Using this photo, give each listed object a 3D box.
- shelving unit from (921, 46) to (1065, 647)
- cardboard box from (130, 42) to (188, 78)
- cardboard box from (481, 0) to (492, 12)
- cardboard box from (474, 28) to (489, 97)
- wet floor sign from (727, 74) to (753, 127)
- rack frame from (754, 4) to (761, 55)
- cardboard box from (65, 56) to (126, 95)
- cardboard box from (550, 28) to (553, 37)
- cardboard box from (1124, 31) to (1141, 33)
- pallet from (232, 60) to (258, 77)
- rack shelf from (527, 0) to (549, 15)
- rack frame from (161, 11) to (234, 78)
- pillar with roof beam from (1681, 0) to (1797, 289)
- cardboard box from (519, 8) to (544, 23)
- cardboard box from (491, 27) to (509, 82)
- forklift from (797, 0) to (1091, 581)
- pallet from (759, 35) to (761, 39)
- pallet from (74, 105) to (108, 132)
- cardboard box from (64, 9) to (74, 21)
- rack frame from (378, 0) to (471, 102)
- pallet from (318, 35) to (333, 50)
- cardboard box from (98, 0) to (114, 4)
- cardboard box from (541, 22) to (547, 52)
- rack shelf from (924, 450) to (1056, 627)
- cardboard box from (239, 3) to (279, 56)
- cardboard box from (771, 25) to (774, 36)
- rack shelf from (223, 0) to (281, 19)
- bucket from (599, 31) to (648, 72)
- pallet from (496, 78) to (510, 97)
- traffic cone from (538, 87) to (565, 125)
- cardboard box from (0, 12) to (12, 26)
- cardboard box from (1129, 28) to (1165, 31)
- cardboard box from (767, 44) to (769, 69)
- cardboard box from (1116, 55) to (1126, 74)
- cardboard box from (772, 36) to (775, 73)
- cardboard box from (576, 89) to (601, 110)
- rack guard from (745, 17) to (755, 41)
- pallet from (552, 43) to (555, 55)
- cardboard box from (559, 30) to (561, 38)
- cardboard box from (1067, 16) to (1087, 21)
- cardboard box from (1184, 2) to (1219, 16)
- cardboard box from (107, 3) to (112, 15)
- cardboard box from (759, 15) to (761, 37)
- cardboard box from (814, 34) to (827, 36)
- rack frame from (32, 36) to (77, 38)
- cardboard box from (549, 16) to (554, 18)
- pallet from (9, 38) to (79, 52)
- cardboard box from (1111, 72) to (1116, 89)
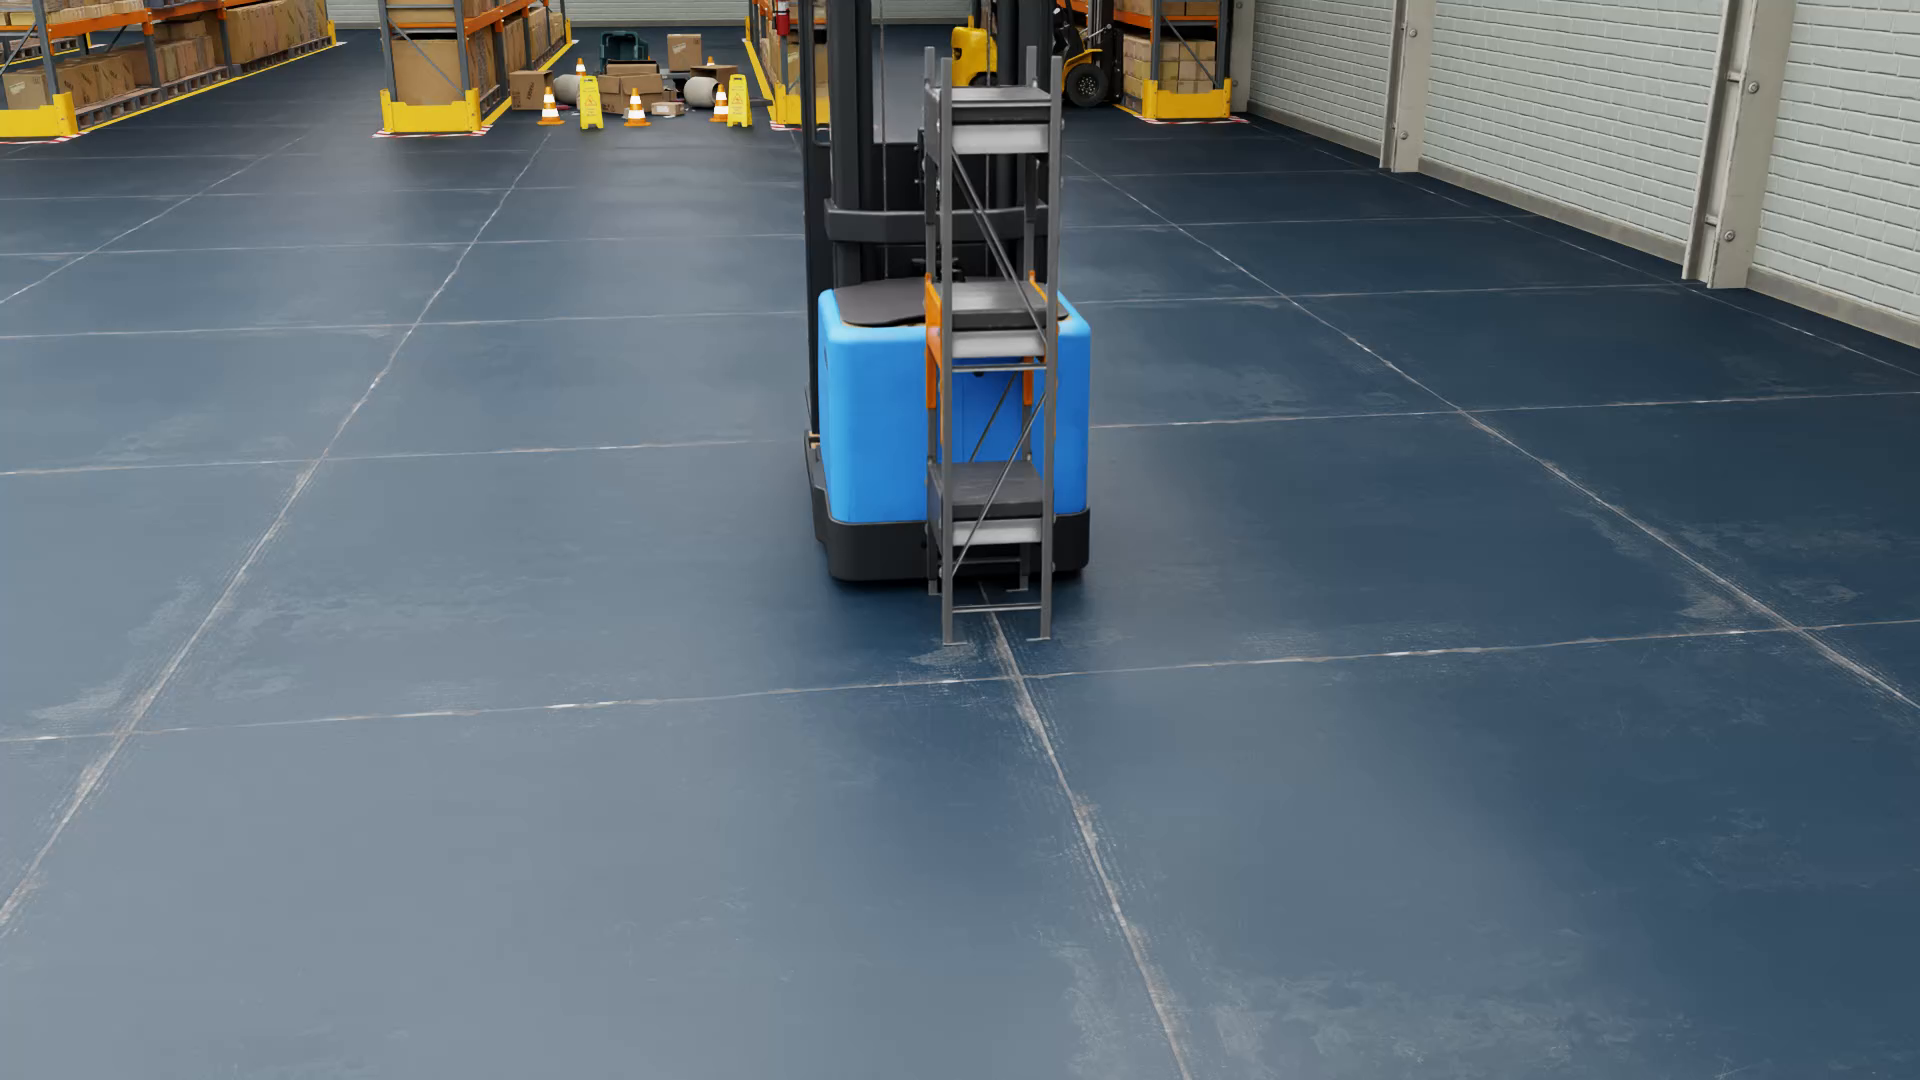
[{"bbox_3d":[0.106,-0.683,6.043,0.431,2.100,0.503,-3,21,-7],"label":"shelving unit"},{"bbox_3d":[-12.418,-7.424,25.750,0.700,0.500,0.500,-5,21,-12],"label":"cardboard box"},{"bbox_3d":[-7.130,-7.784,23.557,0.875,0.550,0.550,-3,21,-8],"label":"cardboard box"},{"bbox_3d":[-7.142,-6.699,23.301,0.875,0.875,0.875,-3,21,-7],"label":"cardboard box"},{"bbox_3d":[-2.868,-5.708,21.576,0.267,0.644,0.232,4,21,11],"label":"wet floor sign"},{"bbox_3d":[-3.566,-11.085,32.609,1.000,3.000,0.127,-3,21,-8],"label":"rack frame"},{"bbox_3d":[-12.112,-6.503,23.312,0.500,0.500,0.500,4,21,9],"label":"cardboard box"},{"bbox_3d":[-8.186,-9.943,32.599,0.380,0.149,0.250,-2,21,-5],"label":"cardboard box"},{"bbox_3d":[2.404,-7.411,24.673,0.500,0.250,0.500,-2,21,-6],"label":"cardboard box"},{"bbox_3d":[-12.835,-8.171,28.791,1.003,0.211,1.213,-3,21,-8],"label":"pallet"},{"bbox_3d":[-8.162,-9.771,30.118,1.077,0.370,4.000,-3,21,-8],"label":"rack shelf"},{"bbox_3d":[-12.796,-9.200,27.562,1.000,3.000,0.127,-3,21,-8],"label":"rack frame"},{"bbox_3d":[1.336,-5.907,10.170,9.100,9.000,0.400,-3,21,-8],"label":"pillar with roof beam"},{"bbox_3d":[-8.032,-9.754,30.945,0.500,0.250,0.500,-2,21,-5],"label":"cardboard box"},{"bbox_3d":[-7.476,-7.384,25.314,1.050,0.750,0.750,-3,21,-8],"label":"cardboard box"},{"bbox_3d":[-0.178,-1.687,7.544,1.130,2.935,3.031,-3,21,-7],"label":"forklift"},{"bbox_3d":[-3.778,-10.469,34.945,1.003,0.211,1.213,-3,21,-8],"label":"pallet"},{"bbox_3d":[-11.736,-5.434,21.463,1.003,0.211,1.213,-3,21,-8],"label":"pallet"},{"bbox_3d":[-11.543,-6.684,21.184,0.380,0.149,0.250,-3,21,-8],"label":"cardboard box"},{"bbox_3d":[-6.720,-6.646,20.722,1.000,3.000,0.127,-3,21,-8],"label":"rack frame"},{"bbox_3d":[-13.757,-10.391,34.736,1.003,0.211,1.213,-3,21,-8],"label":"pallet"},{"bbox_3d":[-12.007,-7.500,22.441,0.875,0.500,0.500,-3,21,-8],"label":"cardboard box"},{"bbox_3d":[-8.021,-9.405,31.083,0.500,0.500,0.500,-3,21,-9],"label":"cardboard box"},{"bbox_3d":[0.106,-0.014,6.293,0.431,0.518,0.480,-3,21,-7],"label":"rack shelf"},{"bbox_3d":[-13.131,-9.257,30.150,1.225,0.875,0.875,-4,21,-10],"label":"cardboard box"},{"bbox_3d":[-2.519,-7.344,23.923,0.380,0.149,0.250,-2,21,-5],"label":"cardboard box"},{"bbox_3d":[-13.085,-9.556,29.542,1.077,0.370,4.000,-3,21,-8],"label":"rack shelf"},{"bbox_3d":[-4.996,-7.278,24.922,0.726,0.611,0.620,4,11,11],"label":"bucket"},{"bbox_3d":[-7.483,-6.988,25.623,1.003,0.211,1.213,-3,21,-8],"label":"pallet"},{"bbox_3d":[-5.392,-5.713,21.850,0.336,0.463,0.334,-3,21,-8],"label":"traffic cone"},{"bbox_3d":[-11.889,-6.401,20.427,0.380,0.149,0.250,-3,21,-8],"label":"cardboard box"},{"bbox_3d":[2.848,-7.609,25.201,0.500,0.250,0.500,-3,21,-9],"label":"cardboard box"},{"bbox_3d":[-2.700,-7.952,27.375,0.950,0.372,0.625,-2,21,-6],"label":"cardboard box"},{"bbox_3d":[2.538,-6.829,23.830,0.500,0.250,0.500,-3,21,-9],"label":"cardboard box"},{"bbox_3d":[-2.434,-6.993,23.910,0.500,0.500,0.500,-2,21,-5],"label":"cardboard box"},{"bbox_3d":[-5.227,-6.248,23.564,0.396,0.266,0.258,1,20,2],"label":"cardboard box"},{"bbox_3d":[-4.147,-11.307,36.776,1.175,0.500,0.348,-3,21,-8],"label":"rack guard"},{"bbox_3d":[-8.582,-9.725,32.952,1.003,0.211,1.213,-3,21,-8],"label":"pallet"},{"bbox_3d":[-8.507,-10.525,34.584,0.380,0.149,0.250,-4,21,-10],"label":"cardboard box"},{"bbox_3d":[2.155,-9.478,30.350,0.380,0.149,0.250,-2,21,-5],"label":"cardboard box"},{"bbox_3d":[3.278,-7.414,22.638,0.500,0.500,0.500,-2,21,-6],"label":"cardboard box"},{"bbox_3d":[-11.767,-7.203,22.573,0.380,0.149,0.250,-3,21,-8],"label":"cardboard box"},{"bbox_3d":[-3.680,-10.614,34.410,0.875,0.438,0.875,-4,21,-9],"label":"cardboard box"},{"bbox_3d":[-1.913,-7.031,24.013,0.500,0.500,0.500,-2,21,-5],"label":"cardboard box"},{"bbox_3d":[-18.851,-11.720,34.310,1.000,3.000,0.127,-3,21,-8],"label":"rack frame"},{"bbox_3d":[-8.495,-10.612,33.967,0.380,0.149,0.250,-3,21,-7],"label":"cardboard box"},{"bbox_3d":[-18.770,-10.127,34.028,1.003,0.211,1.213,-3,21,-8],"label":"pallet"},{"bbox_3d":[2.472,-6.762,24.365,0.500,0.250,0.500,-2,21,-6],"label":"cardboard box"}]
